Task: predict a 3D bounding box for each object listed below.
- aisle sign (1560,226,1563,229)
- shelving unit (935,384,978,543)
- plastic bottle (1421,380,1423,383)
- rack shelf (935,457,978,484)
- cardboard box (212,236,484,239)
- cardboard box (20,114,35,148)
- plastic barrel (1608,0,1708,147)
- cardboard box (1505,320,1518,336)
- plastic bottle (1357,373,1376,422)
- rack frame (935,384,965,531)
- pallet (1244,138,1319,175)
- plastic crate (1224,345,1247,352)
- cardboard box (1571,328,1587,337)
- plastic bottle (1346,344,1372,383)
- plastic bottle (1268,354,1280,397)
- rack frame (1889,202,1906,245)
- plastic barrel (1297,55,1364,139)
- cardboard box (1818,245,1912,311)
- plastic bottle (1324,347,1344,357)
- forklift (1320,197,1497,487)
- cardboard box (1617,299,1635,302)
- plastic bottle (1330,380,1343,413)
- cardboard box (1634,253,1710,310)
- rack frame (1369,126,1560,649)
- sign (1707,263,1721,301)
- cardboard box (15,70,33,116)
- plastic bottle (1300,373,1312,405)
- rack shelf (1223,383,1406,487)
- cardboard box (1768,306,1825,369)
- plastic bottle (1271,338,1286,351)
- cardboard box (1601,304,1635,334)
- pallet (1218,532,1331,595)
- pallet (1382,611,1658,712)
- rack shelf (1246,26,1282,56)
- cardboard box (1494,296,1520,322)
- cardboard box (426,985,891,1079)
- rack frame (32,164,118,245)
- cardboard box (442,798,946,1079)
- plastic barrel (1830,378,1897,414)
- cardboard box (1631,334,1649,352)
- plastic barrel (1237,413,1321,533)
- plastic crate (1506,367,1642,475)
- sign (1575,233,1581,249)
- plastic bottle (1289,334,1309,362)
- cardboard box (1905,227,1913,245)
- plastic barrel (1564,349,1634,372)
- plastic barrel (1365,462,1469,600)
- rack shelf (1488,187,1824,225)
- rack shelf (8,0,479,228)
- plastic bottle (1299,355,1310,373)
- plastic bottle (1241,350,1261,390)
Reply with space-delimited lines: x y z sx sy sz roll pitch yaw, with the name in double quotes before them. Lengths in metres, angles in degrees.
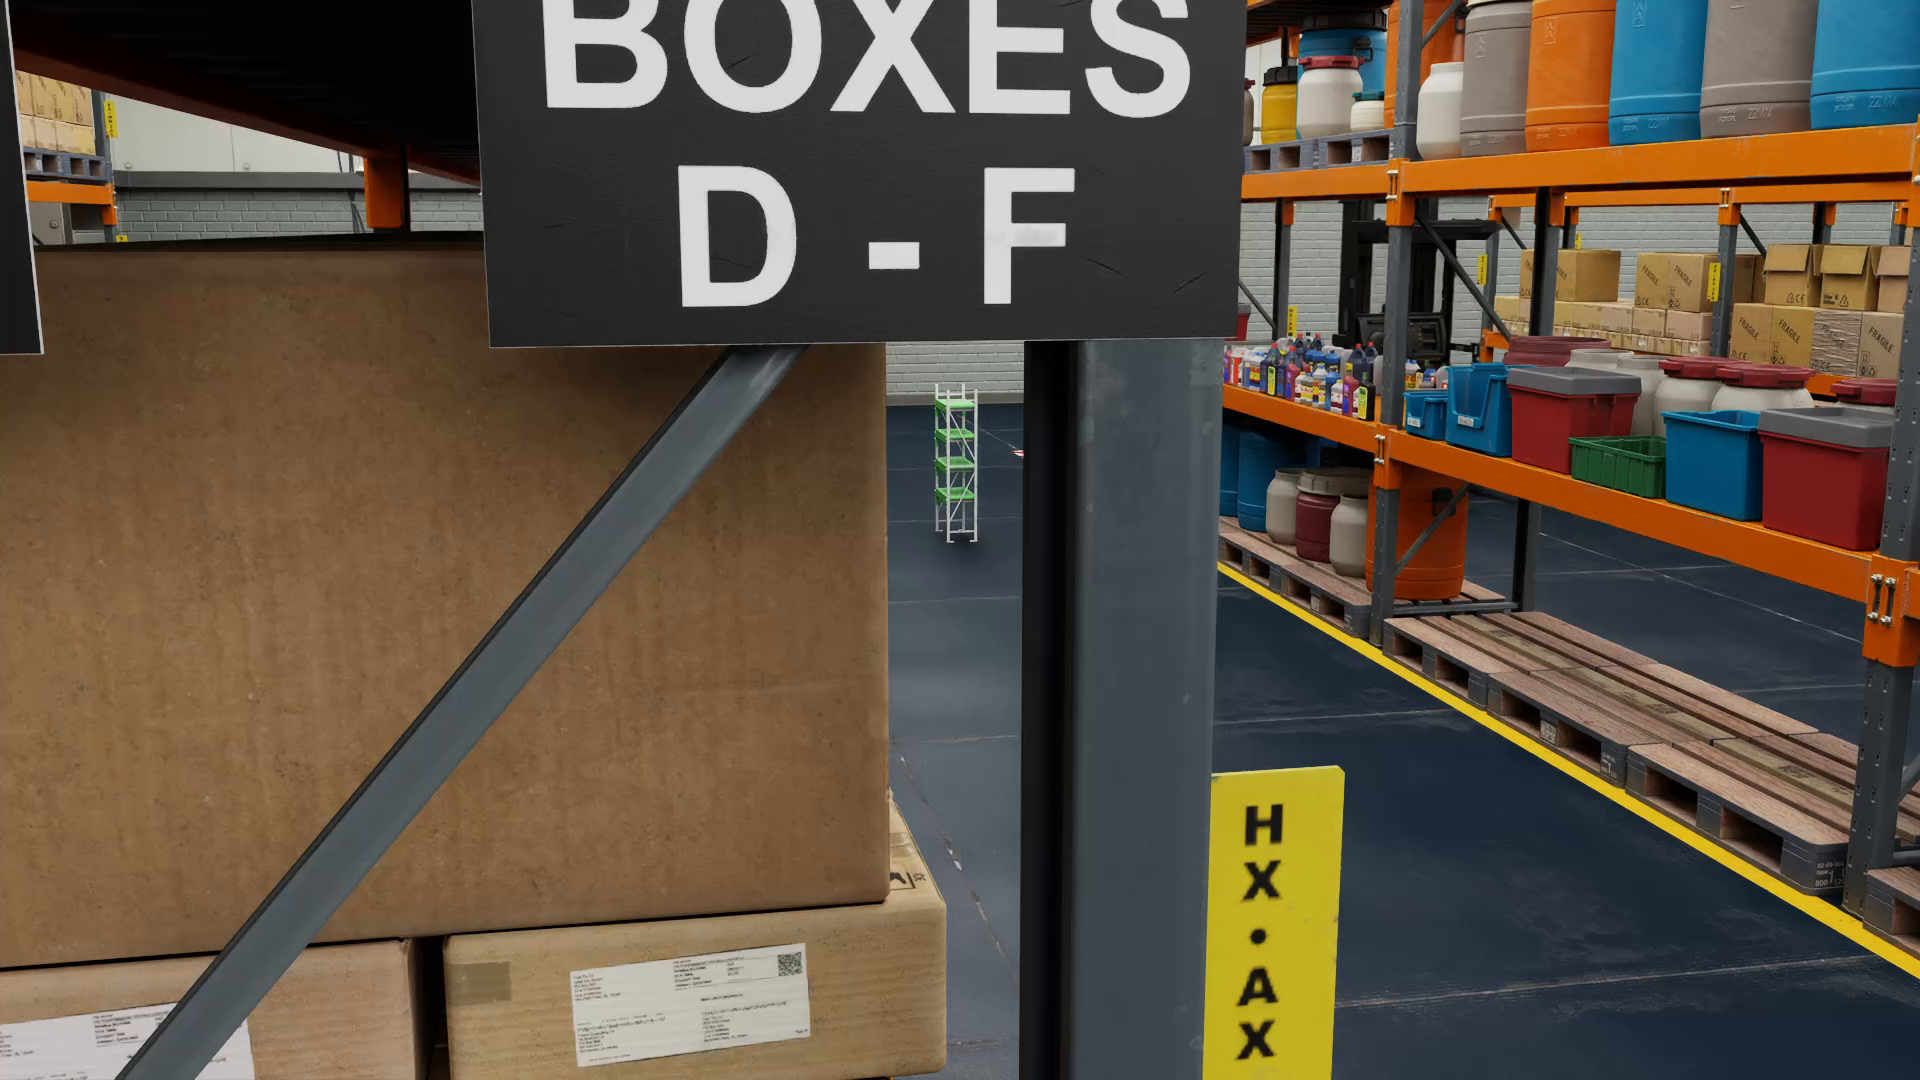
"aisle sign" 6.531 -3.809 18.235 0.394 0.787 0.004 -2 11 -11
"shelving unit" -0.032 -0.620 13.244 0.258 1.200 0.503 -2 11 -11
"plastic bottle" 3.069 -0.986 10.885 0.097 0.201 0.097 0 11 0
"rack shelf" -0.032 -0.557 13.256 0.258 0.148 0.480 -2 11 -11
"cardboard box" -0.651 -0.185 2.409 0.700 0.500 0.500 -2 11 -11
"cardboard box" -7.616 -3.214 13.046 0.500 0.250 0.500 -2 11 -13
"plastic barrel" 3.160 -2.172 7.224 0.600 0.901 0.708 -2 11 -11
"cardboard box" 6.047 -2.261 17.723 0.380 0.149 0.250 -2 11 -12
"plastic bottle" 2.451 -0.862 10.016 0.061 0.283 0.133 -2 11 -11
"rack frame" -0.080 -0.665 13.479 0.240 1.200 0.015 -2 11 -11
"pallet" 2.642 -2.627 11.459 1.003 0.211 1.213 -2 11 -11
"plastic crate" 2.220 -1.585 14.046 0.396 0.136 0.243 -2 11 -11
"cardboard box" 6.296 -2.026 16.488 0.380 0.149 0.250 -2 11 -12
"plastic bottle" 2.761 -1.181 11.512 0.144 0.351 0.185 -2 11 -11
"plastic bottle" 2.167 -1.130 11.424 0.061 0.283 0.133 -2 11 -11
"rack frame" 11.135 -2.670 19.202 1.000 3.000 0.127 -2 11 -11
"plastic barrel" 2.455 -2.927 11.044 0.433 0.535 0.433 0 11 0
"cardboard box" 7.283 -2.073 13.117 0.797 0.503 0.637 -2 11 -10
"plastic bottle" 2.759 -1.289 12.277 0.152 0.276 0.135 -2 11 -11
"forklift" 4.309 -1.980 15.760 1.130 2.935 3.031 -3 11 -17
"cardboard box" 6.802 -2.315 16.943 0.500 0.250 0.500 -3 11 -13
"plastic bottle" 2.382 -0.904 10.454 0.097 0.201 0.097 0 11 0
"cardboard box" 6.583 -2.382 15.289 0.500 0.500 0.500 -2 11 -10
"rack frame" 2.948 -0.861 9.697 1.000 3.000 0.127 -2 11 -11
"sign" 6.484 -2.218 14.302 0.100 0.325 0.005 -2 11 -11
"cardboard box" -7.619 -3.583 12.983 0.500 0.500 0.500 -2 11 -11
"plastic bottle" 2.288 -0.993 10.923 0.097 0.201 0.097 0 11 0
"rack shelf" 2.559 -0.874 11.691 1.077 0.370 4.000 -2 11 -11
"cardboard box" 6.971 -1.638 13.513 0.500 0.500 0.500 -2 11 -11
"plastic bottle" 2.564 -1.473 13.245 0.152 0.276 0.135 -2 11 -11
"cardboard box" 6.482 -2.107 15.849 0.500 0.250 0.500 -2 11 -10
"pallet" 2.520 0.143 11.882 1.003 0.211 1.213 -2 11 -11
"pallet" 3.060 0.653 9.204 1.003 0.211 1.213 -2 11 -11
"rack shelf" 1.781 -4.358 15.022 1.077 0.370 4.000 -2 11 -11
"cardboard box" 6.079 -2.483 17.824 0.500 0.250 0.500 -2 11 -13
"cardboard box" -0.434 0.651 1.488 0.700 0.500 0.500 -2 11 -11
"rack frame" -8.326 -1.968 15.513 1.000 3.000 0.127 -2 11 -11
"cardboard box" -0.221 0.338 1.394 0.380 0.149 0.250 -2 11 -11
"plastic barrel" 3.755 -0.377 6.793 0.433 0.535 0.433 0 11 0
"cardboard box" 6.498 -1.837 15.495 0.380 0.149 0.250 -2 11 -10
"plastic barrel" 2.397 -0.540 12.498 0.600 0.901 0.708 -2 11 -11
"plastic crate" 2.962 -0.585 8.075 0.402 0.464 0.583 -2 11 -11
"sign" 6.785 -3.211 18.312 0.100 0.325 0.005 -2 11 -11
"plastic bottle" 2.564 -1.374 12.527 0.144 0.351 0.185 -2 11 -11
"cardboard box" 10.962 -3.264 18.588 0.500 0.500 0.500 -2 11 -11
"plastic barrel" 3.357 -0.735 8.736 0.421 0.512 0.421 0 11 0
"plastic barrel" 2.836 -0.090 10.328 0.600 0.830 0.708 -2 11 -11
"rack shelf" 6.639 -3.261 16.211 1.077 0.370 4.000 -2 11 -11
"rack shelf" -0.745 -0.701 2.759 1.077 0.370 4.000 -2 11 -11
"plastic bottle" 2.334 -1.111 11.323 0.061 0.283 0.133 -2 11 -11
"plastic bottle" 2.111 -1.222 11.928 0.152 0.276 0.135 -2 11 -11
